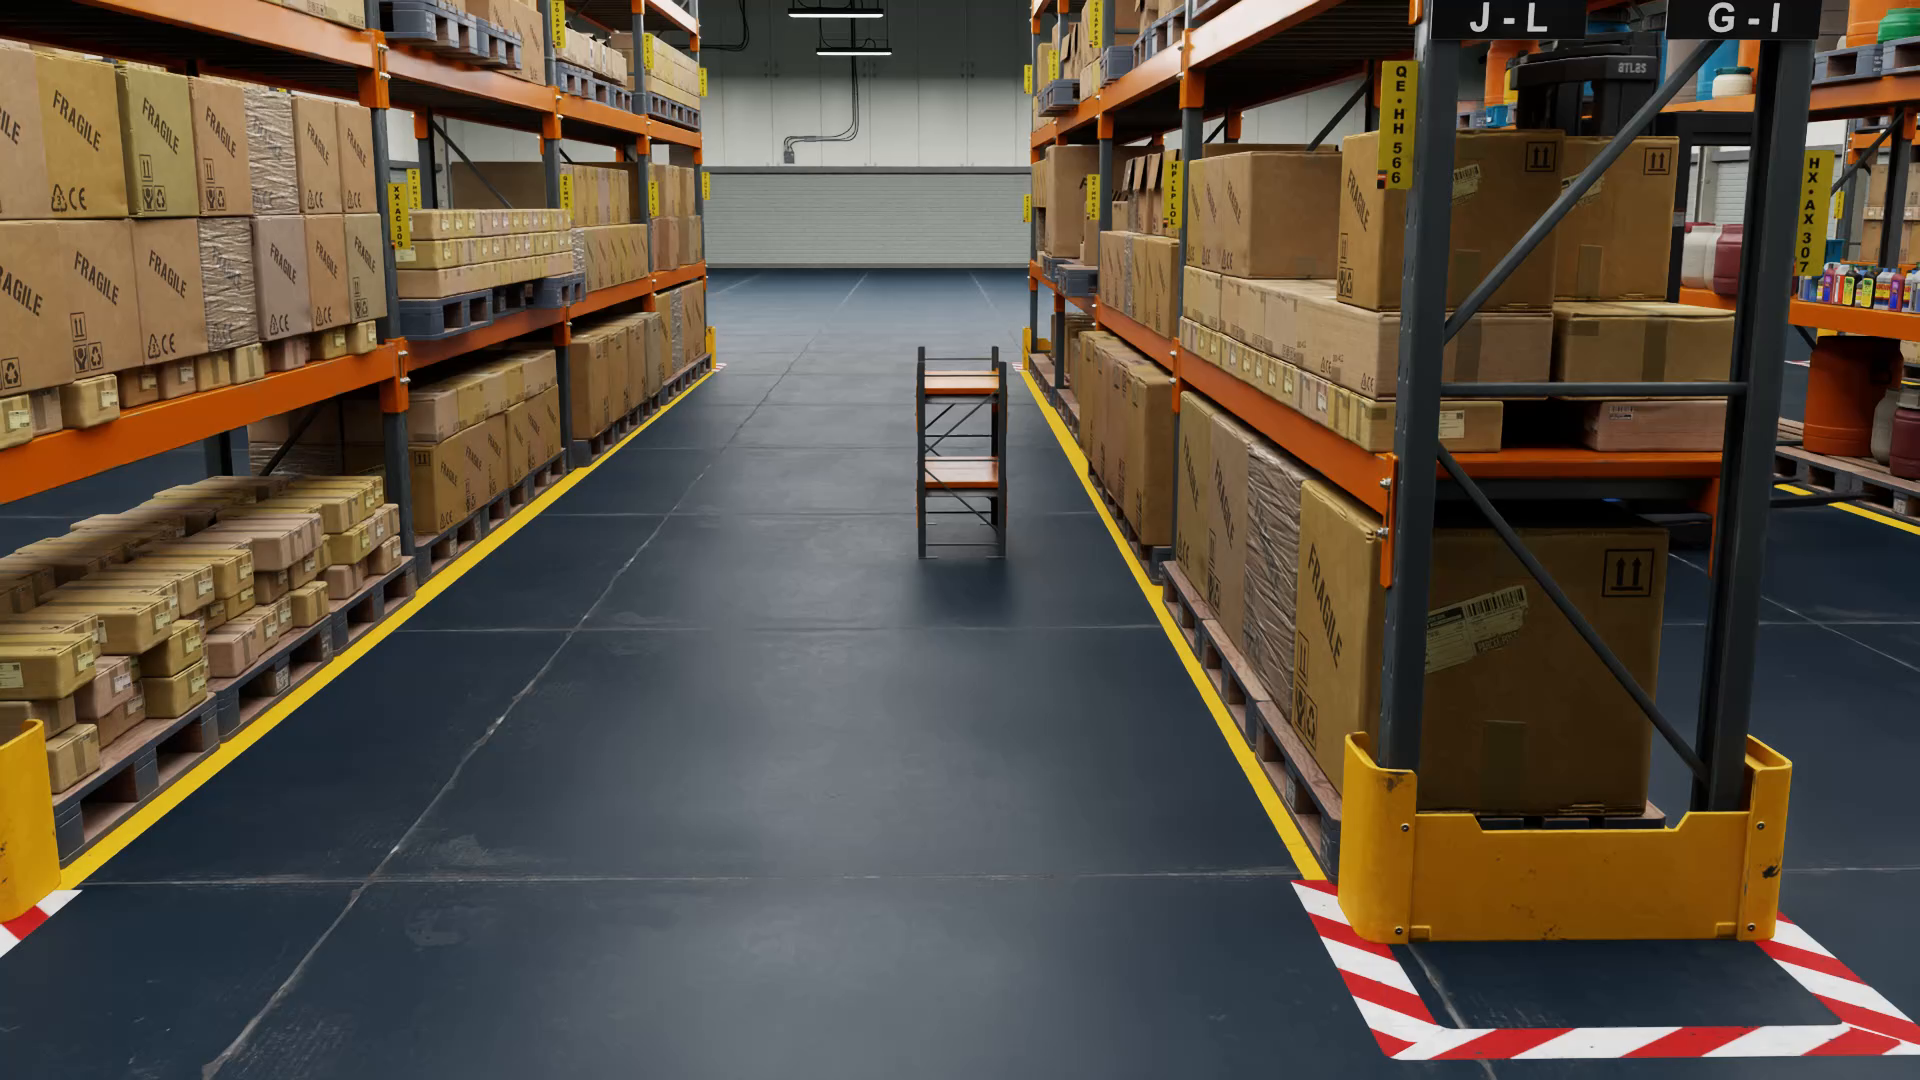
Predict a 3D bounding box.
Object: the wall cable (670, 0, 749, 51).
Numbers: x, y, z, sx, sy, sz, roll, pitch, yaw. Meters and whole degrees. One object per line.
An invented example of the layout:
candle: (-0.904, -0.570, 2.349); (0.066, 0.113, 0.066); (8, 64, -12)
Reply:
wall cable: (-7.959, -16.076, 50.334); (3.097, 2.526, 0.112); (0, 11, -1)

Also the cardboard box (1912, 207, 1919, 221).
cardboard box: (11.078, -3.702, 18.878); (0.380, 0.149, 0.250); (-1, 11, -3)

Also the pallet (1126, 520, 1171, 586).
pallet: (1.514, 0.020, 9.430); (1.003, 0.211, 1.213); (0, 11, -1)

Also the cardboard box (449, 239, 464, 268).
cardboard box: (-2.911, -1.554, 9.000); (0.380, 0.149, 0.250); (0, 11, -2)

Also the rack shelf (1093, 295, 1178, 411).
rack shelf: (1.564, -1.239, 10.430); (1.077, 0.370, 4.000); (0, 11, -1)

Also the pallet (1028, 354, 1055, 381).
pallet: (1.341, -2.036, 19.562); (1.003, 0.211, 1.213); (0, 11, -1)

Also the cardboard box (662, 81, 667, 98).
cardboard box: (-3.204, -4.610, 17.018); (0.380, 0.149, 0.250); (0, 11, -2)

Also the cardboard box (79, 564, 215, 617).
cardboard box: (-3.031, 0.187, 6.211); (0.380, 0.149, 0.250); (0, 11, 1)

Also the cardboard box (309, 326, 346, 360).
cardboard box: (-3.055, -0.910, 7.633); (0.380, 0.149, 0.250); (0, 11, 1)

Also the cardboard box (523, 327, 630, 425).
cardboard box: (-3.382, -1.387, 13.953); (1.050, 0.750, 0.750); (0, 11, 0)

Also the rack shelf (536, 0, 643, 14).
rack shelf: (-3.479, -4.778, 13.791); (1.077, 0.370, 4.000); (0, 11, -1)

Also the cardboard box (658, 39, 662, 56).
cardboard box: (-3.200, -4.951, 16.693); (0.380, 0.149, 0.250); (0, 11, -2)

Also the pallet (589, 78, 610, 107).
pallet: (-3.530, -3.716, 13.762); (1.003, 0.211, 1.213); (0, 11, 1)

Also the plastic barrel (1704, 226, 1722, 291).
plastic barrel: (6.240, -2.268, 13.410); (0.421, 0.512, 0.421); (0, 11, 0)

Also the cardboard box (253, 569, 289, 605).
cardboard box: (-3.072, 0.175, 7.020); (0.380, 0.149, 0.250); (-1, 11, -4)

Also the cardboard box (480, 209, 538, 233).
cardboard box: (-2.953, -2.064, 10.769); (0.380, 0.149, 0.250); (0, 11, -1)

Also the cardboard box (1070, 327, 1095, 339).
cardboard box: (1.453, -1.958, 17.398); (0.500, 0.500, 0.500); (4, 12, 17)

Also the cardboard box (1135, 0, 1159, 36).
cardboard box: (1.608, -3.594, 11.371); (0.797, 0.503, 0.637); (0, 11, 2)

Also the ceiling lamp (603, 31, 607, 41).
ceiling lamp: (-10.191, -14.391, 43.679); (2.000, 3.185, 0.800); (0, 11, -1)

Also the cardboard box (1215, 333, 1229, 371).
cardboard box: (1.304, -0.803, 7.103); (0.380, 0.149, 0.250); (0, 11, -2)

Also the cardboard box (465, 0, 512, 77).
cardboard box: (-3.142, -3.196, 10.474); (0.500, 0.500, 0.500); (0, 11, -1)

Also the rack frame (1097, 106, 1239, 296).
rack frame: (1.523, -1.989, 12.318); (1.000, 3.000, 0.127); (0, 11, -1)

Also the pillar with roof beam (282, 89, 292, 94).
pillar with roof beam: (-10.467, -9.911, 36.278); (9.100, 9.000, 0.548); (0, 11, -1)

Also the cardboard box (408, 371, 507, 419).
cardboard box: (-3.126, -0.897, 10.280); (0.500, 0.250, 0.500); (0, 11, 1)

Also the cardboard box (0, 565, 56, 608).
cardboard box: (-3.620, 0.191, 6.189); (0.380, 0.149, 0.250); (0, 11, 1)

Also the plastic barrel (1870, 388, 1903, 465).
plastic barrel: (6.603, -0.787, 11.593); (0.421, 0.512, 0.421); (0, 11, 0)

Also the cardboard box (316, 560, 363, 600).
cardboard box: (-3.015, 0.179, 7.747); (0.380, 0.149, 0.250); (-1, 11, -3)

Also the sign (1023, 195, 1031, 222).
sign: (0.815, -4.001, 20.059); (0.100, 0.325, 0.005); (0, 11, -1)

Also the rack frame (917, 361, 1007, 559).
rack frame: (0.011, -0.449, 9.443); (0.500, 1.125, 0.032); (0, 11, -1)

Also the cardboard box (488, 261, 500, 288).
cardboard box: (-2.926, -1.562, 9.787); (0.380, 0.149, 0.250); (-1, 11, -4)

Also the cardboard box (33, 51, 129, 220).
cardboard box: (-3.033, -1.274, 5.278); (0.500, 0.500, 0.500); (0, 11, 0)

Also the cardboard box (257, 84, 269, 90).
cardboard box: (-8.248, -5.210, 19.278); (0.380, 0.149, 0.250); (0, 11, -1)

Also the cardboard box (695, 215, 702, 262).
cardboard box: (-3.550, -3.579, 19.777); (0.875, 0.550, 0.550); (0, 11, -1)

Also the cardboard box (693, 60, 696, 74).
cardboard box: (-3.253, -5.456, 19.183); (0.380, 0.149, 0.250); (0, 11, -1)

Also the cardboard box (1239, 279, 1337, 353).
cardboard box: (1.378, -0.872, 6.440); (0.500, 0.250, 0.500); (0, 11, -1)

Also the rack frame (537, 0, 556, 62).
rack frame: (-3.438, -4.929, 11.720); (1.000, 3.000, 0.127); (0, 11, -1)

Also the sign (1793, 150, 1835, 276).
sign: (2.243, -0.863, 4.390); (0.100, 0.325, 0.005); (0, 11, -1)

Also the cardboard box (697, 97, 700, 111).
cardboard box: (-3.257, -5.116, 19.511); (0.380, 0.149, 0.250); (0, 11, -1)

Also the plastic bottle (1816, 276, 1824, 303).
plastic bottle: (6.138, -1.782, 11.798); (0.097, 0.201, 0.097); (0, 11, 0)

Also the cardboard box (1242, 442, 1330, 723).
cardboard box: (1.576, 0.129, 6.166); (0.875, 0.875, 0.875); (0, 11, -1)

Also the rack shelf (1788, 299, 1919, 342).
rack shelf: (6.516, -1.259, 10.530); (1.077, 0.370, 4.000); (0, 11, -1)

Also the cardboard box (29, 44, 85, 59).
cardboard box: (-8.328, -4.476, 15.096); (0.500, 0.250, 0.500); (0, 11, 0)

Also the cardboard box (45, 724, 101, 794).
cardboard box: (-2.963, 0.688, 5.239); (0.380, 0.149, 0.250); (0, 11, 0)

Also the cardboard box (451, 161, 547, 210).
cardboard box: (-3.437, -2.617, 12.647); (0.700, 0.500, 0.500); (0, 11, -1)

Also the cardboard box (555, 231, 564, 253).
cardboard box: (-2.965, -2.068, 11.534); (0.380, 0.149, 0.250); (0, 11, 1)

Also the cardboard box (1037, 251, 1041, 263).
cardboard box: (1.102, -3.299, 19.407); (0.380, 0.149, 0.250); (0, 11, -1)

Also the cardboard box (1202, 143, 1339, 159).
cardboard box: (1.584, -1.861, 8.914); (0.797, 0.503, 0.637); (-1, 11, -3)

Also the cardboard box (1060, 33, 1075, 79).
cardboard box: (1.351, -4.417, 15.424); (0.797, 0.503, 0.637); (-1, 11, -4)

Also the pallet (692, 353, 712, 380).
pallet: (-3.508, -2.053, 19.650); (1.003, 0.211, 1.213); (0, 11, -1)

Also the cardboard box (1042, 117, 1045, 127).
cardboard box: (1.148, -4.574, 17.895); (0.500, 0.250, 0.500); (0, 11, 1)

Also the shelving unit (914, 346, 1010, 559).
shelving unit: (0.000, -0.550, 9.941); (0.538, 1.125, 1.048); (0, 11, -1)

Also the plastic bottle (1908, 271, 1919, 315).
plastic bottle: (6.189, -1.585, 10.641); (0.152, 0.276, 0.135); (0, 11, -1)

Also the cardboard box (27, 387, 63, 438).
cardboard box: (-2.998, -0.391, 5.075); (0.380, 0.149, 0.250); (0, 11, 1)

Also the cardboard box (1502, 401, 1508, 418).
cardboard box: (1.992, -0.501, 5.616); (0.380, 0.149, 0.250); (0, 11, -2)

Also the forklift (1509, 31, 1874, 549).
forklift: (4.126, -1.481, 9.986); (3.031, 2.935, 1.130); (-3, 12, -15)

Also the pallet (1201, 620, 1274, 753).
pallet: (1.571, 0.568, 6.731); (1.003, 0.211, 1.213); (0, 11, -1)
